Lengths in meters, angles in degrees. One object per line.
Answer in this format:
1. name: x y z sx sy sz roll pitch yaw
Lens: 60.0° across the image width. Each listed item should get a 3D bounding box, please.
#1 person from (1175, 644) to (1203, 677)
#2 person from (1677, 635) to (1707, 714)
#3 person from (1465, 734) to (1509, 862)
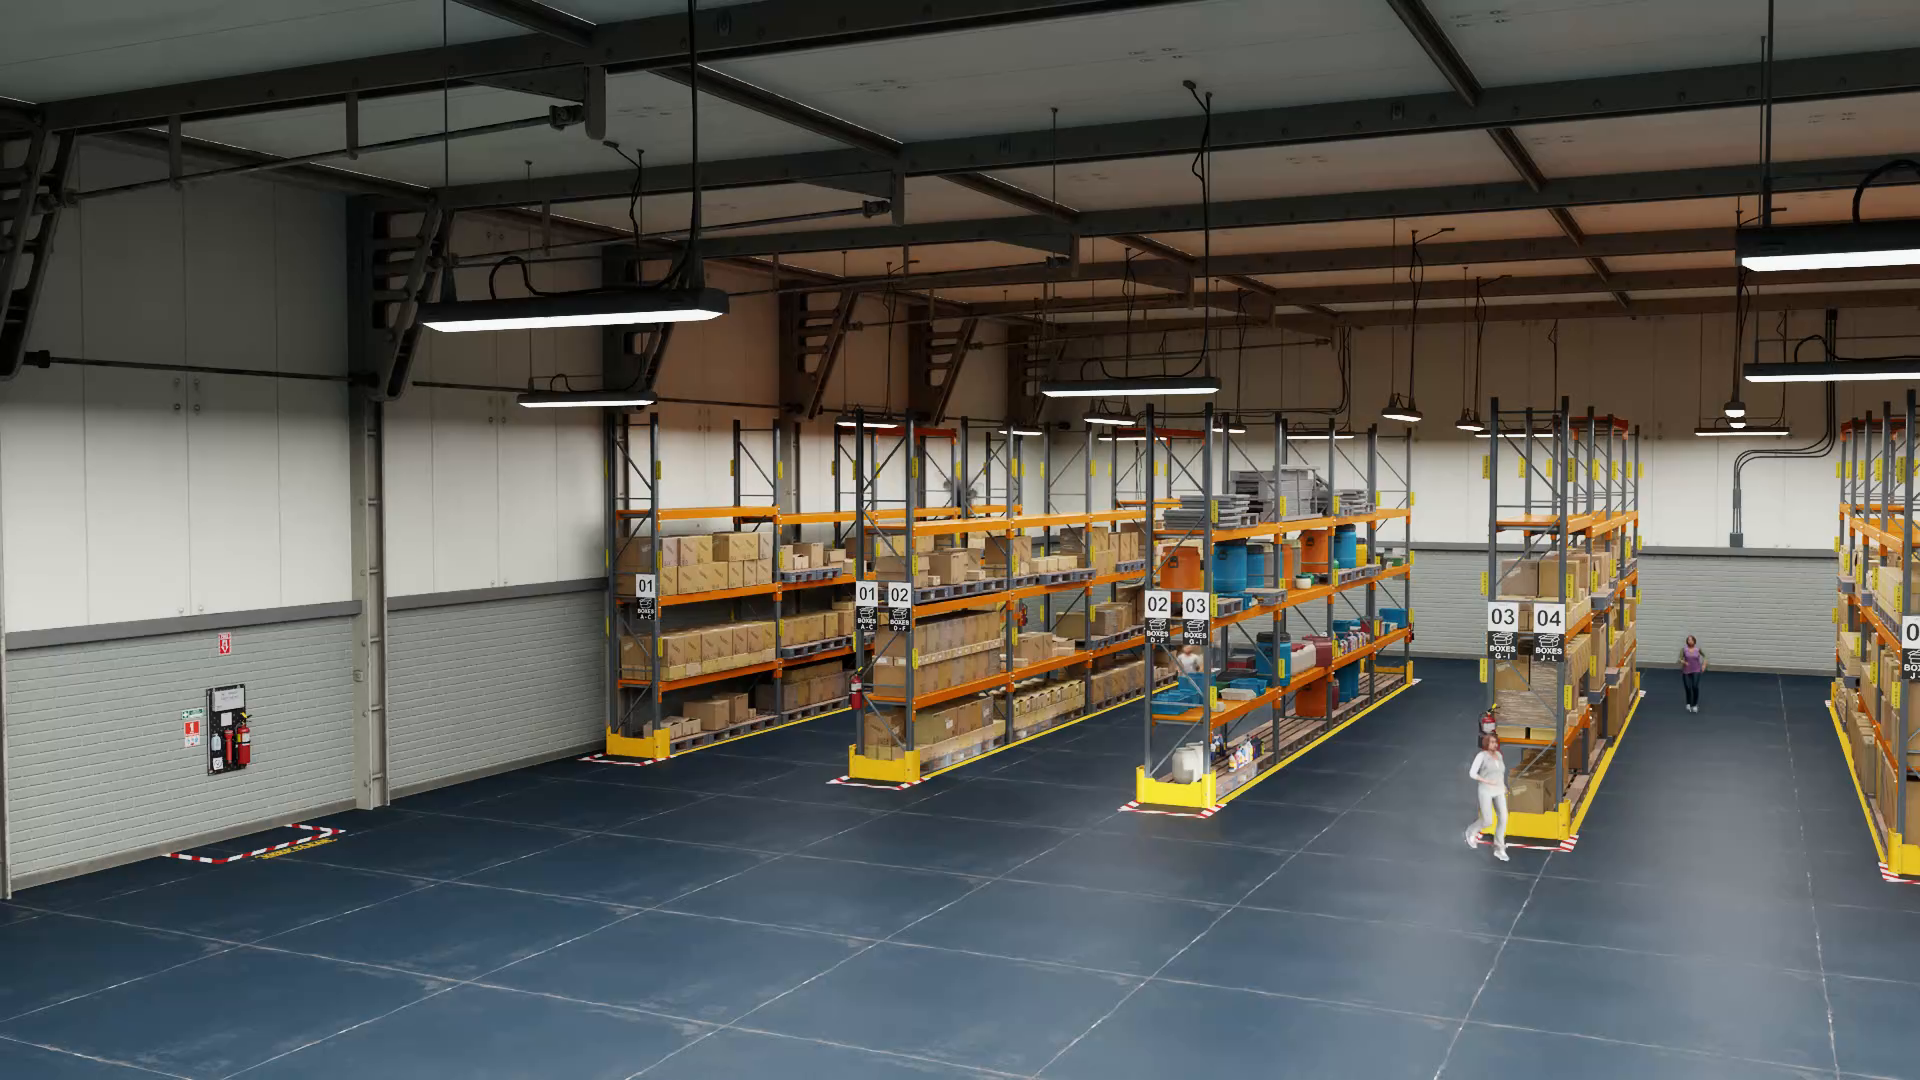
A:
1. person: 4.471 2.798 32.640 0.544 1.629 0.605 1 2 16
2. person: 15.075 2.769 34.260 0.551 1.629 0.683 1 3 27
3. person: 6.841 3.306 21.525 0.549 1.598 0.729 -1 3 -19
